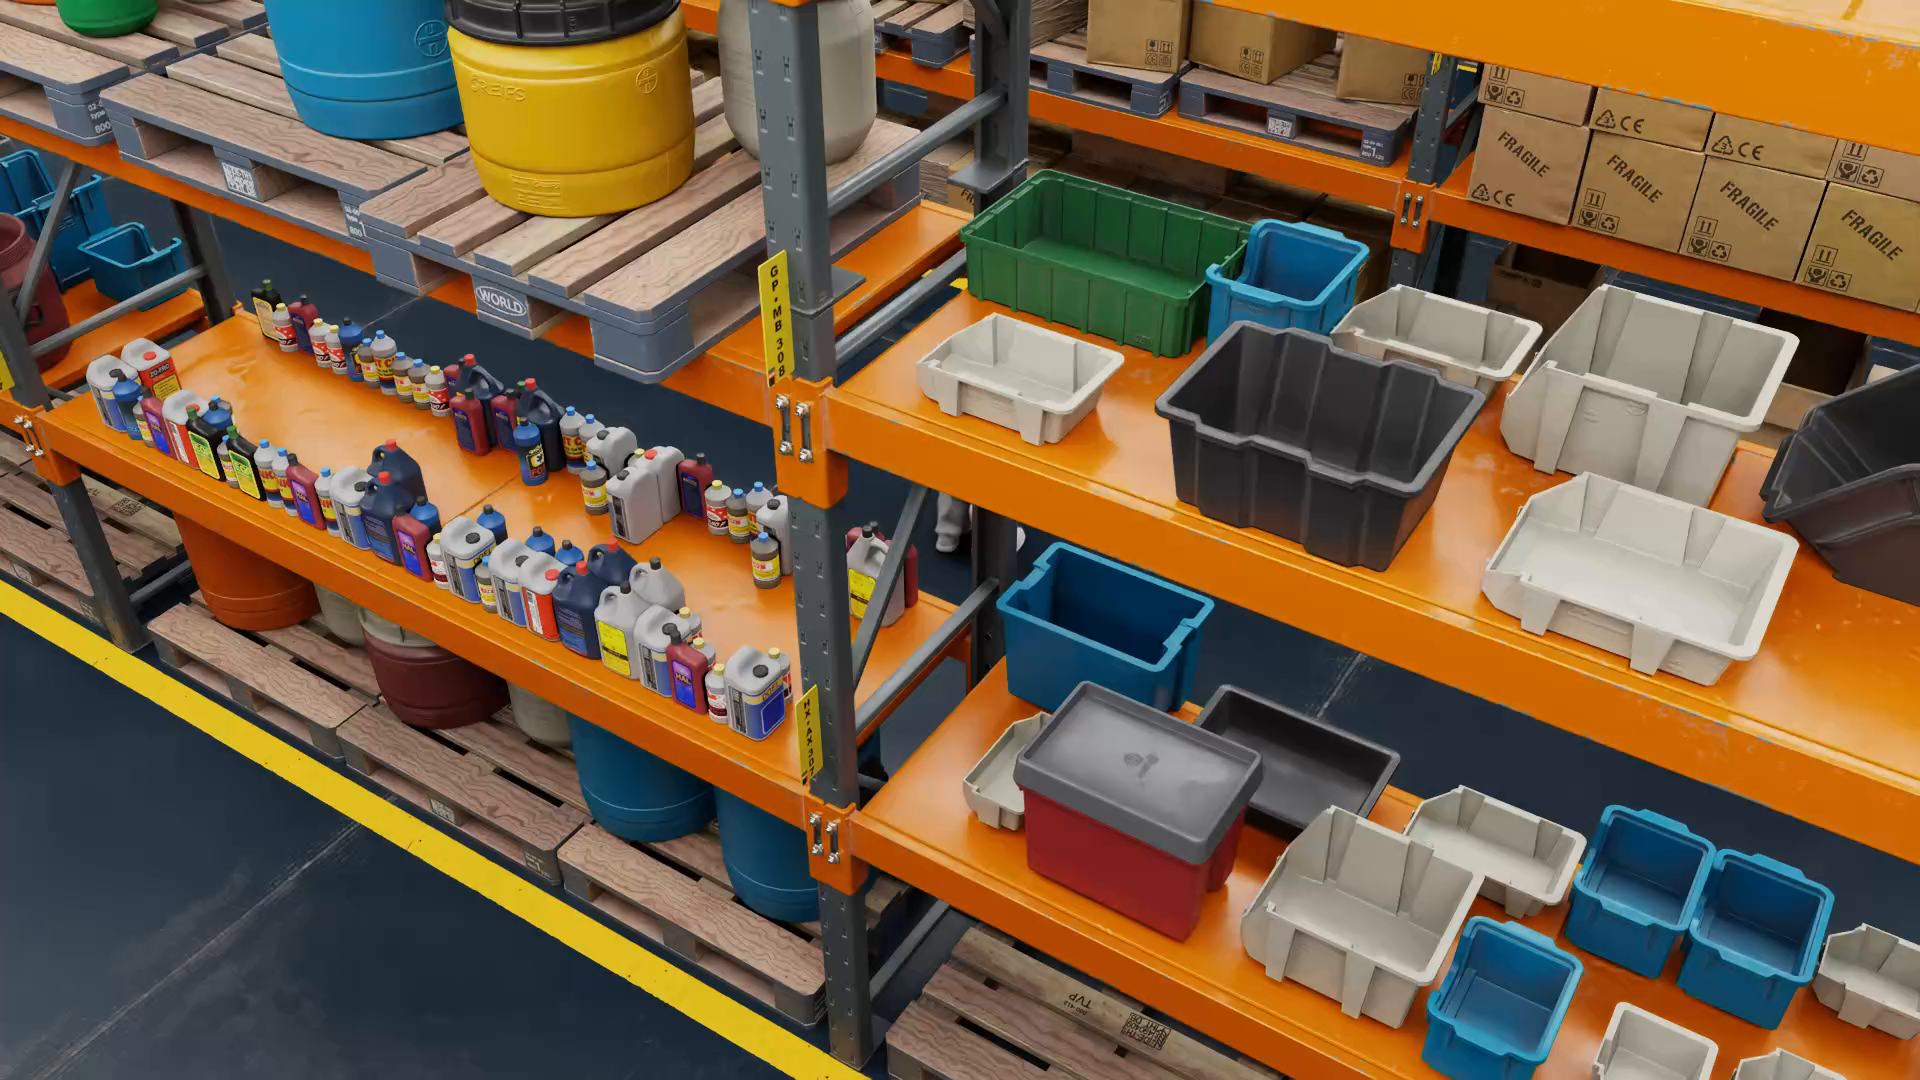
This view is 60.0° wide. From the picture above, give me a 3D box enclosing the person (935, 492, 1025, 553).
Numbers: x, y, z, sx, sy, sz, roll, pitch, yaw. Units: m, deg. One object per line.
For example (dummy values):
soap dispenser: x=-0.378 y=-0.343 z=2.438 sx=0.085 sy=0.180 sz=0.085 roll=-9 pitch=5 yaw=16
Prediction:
person: x=0.085 y=-0.505 z=7.780 sx=0.630 sy=1.241 sz=0.803 roll=21 pitch=43 yaw=25
